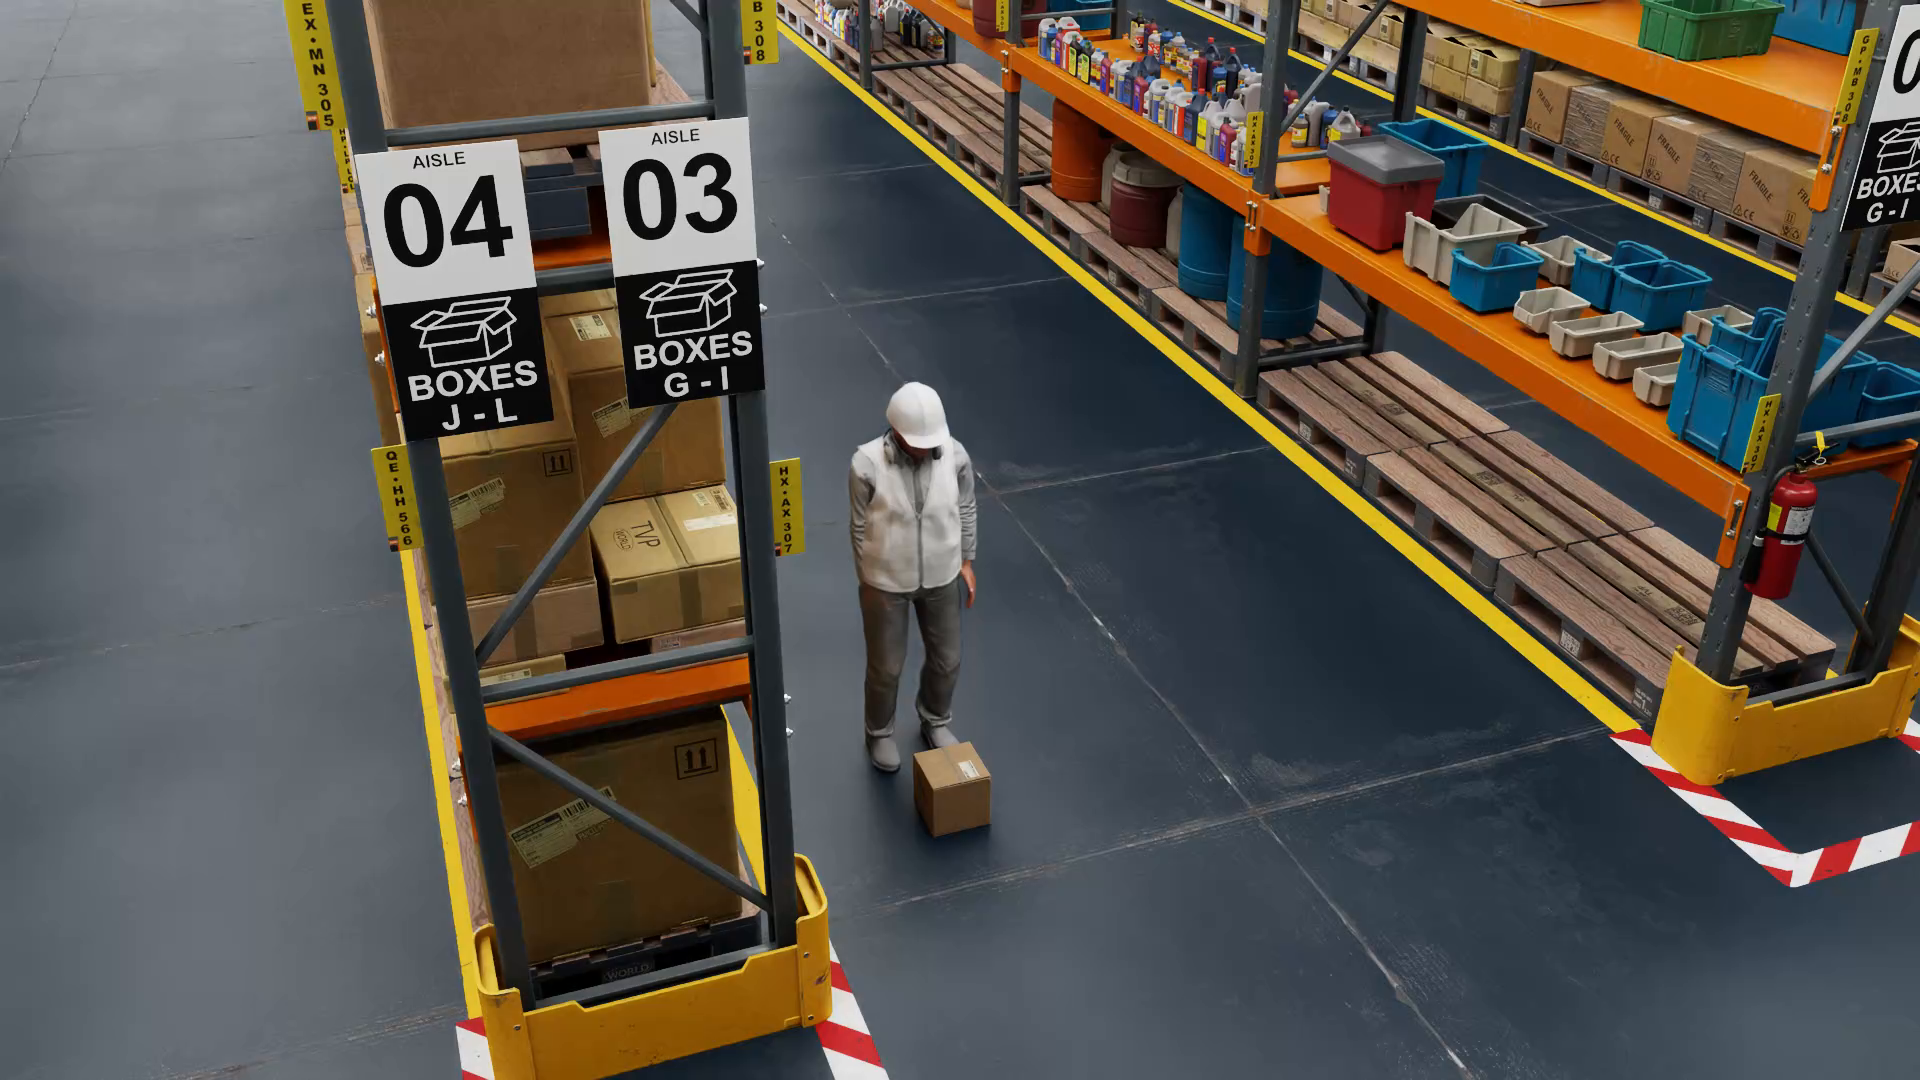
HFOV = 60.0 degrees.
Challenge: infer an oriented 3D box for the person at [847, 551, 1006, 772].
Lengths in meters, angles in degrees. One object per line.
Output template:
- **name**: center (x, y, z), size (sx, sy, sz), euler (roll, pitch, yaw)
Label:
- **person**: center (-0.132, 0.456, 6.934), size (0.564, 1.150, 0.869), euler (-10, 31, -18)
